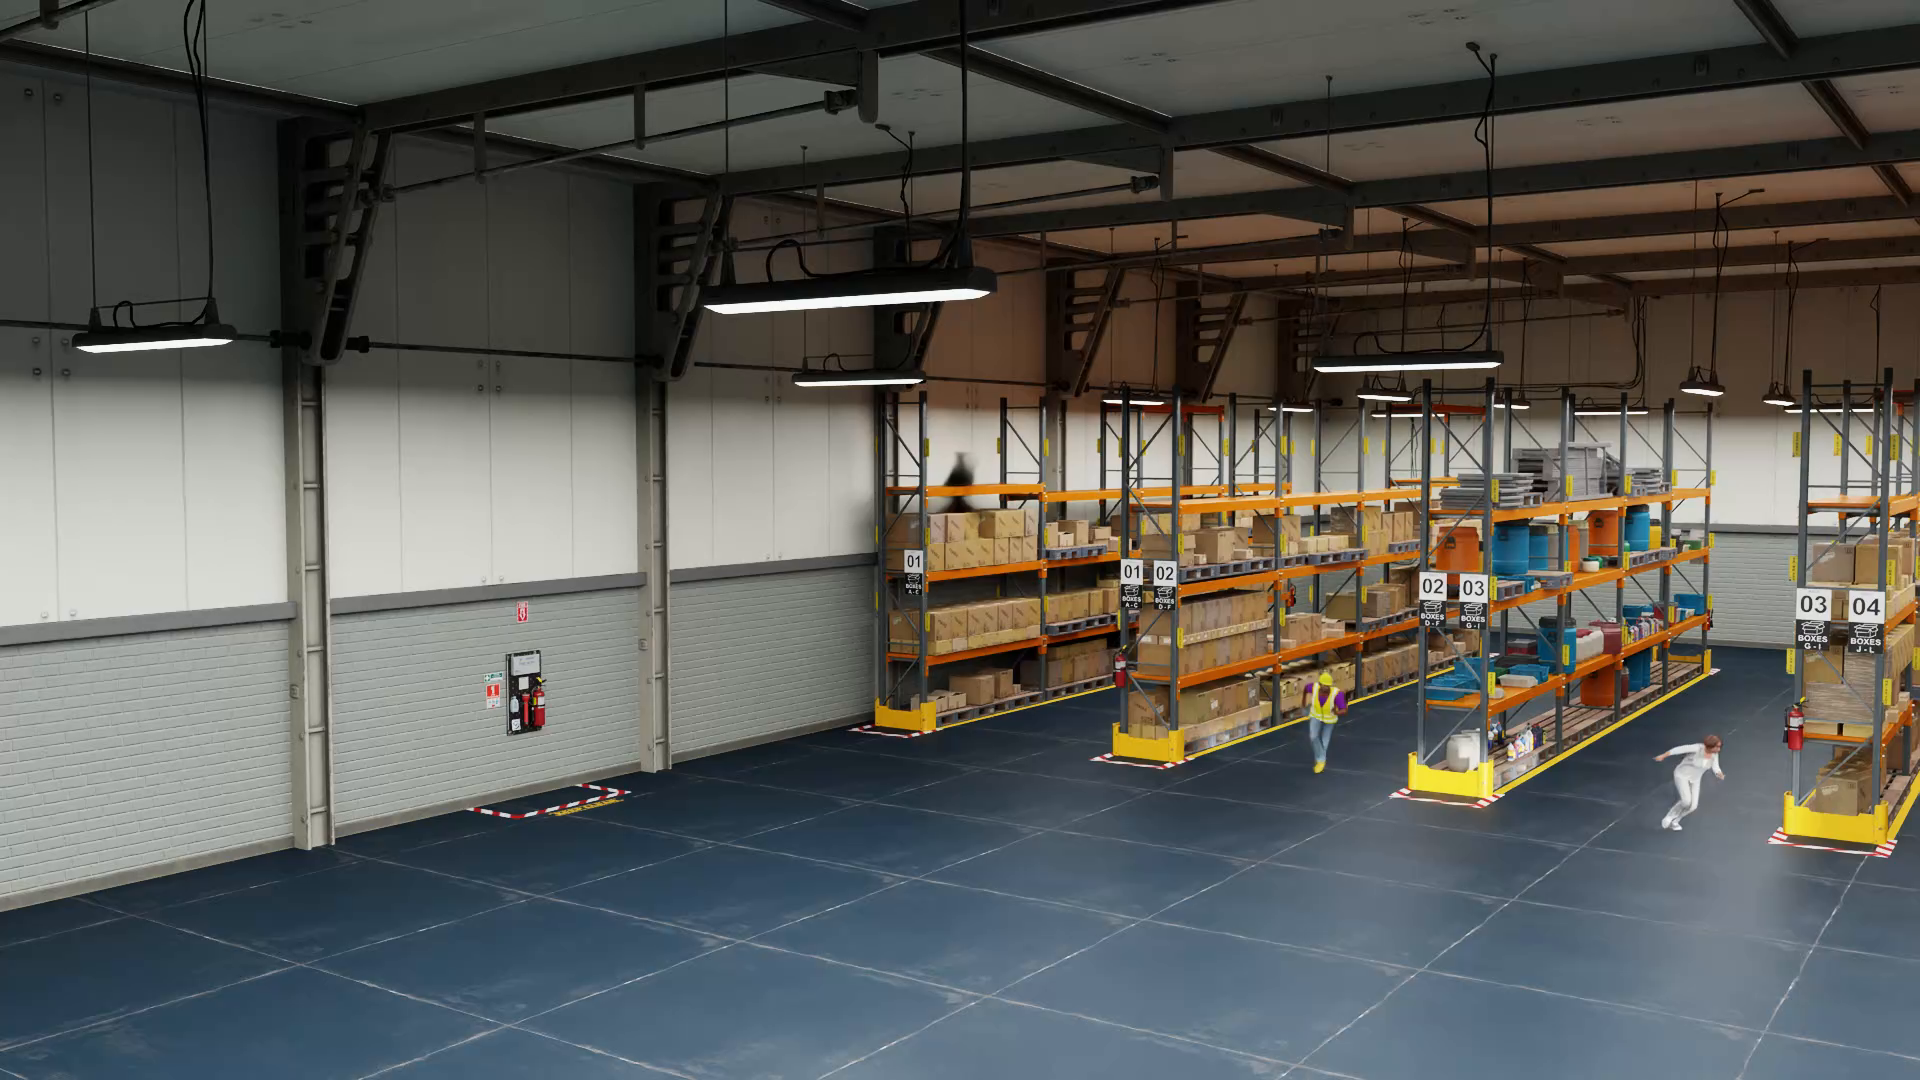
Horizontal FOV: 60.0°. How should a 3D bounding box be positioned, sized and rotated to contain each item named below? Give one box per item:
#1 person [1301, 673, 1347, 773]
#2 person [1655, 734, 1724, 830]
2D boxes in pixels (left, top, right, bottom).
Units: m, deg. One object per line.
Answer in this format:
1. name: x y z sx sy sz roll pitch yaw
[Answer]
1. person: 5.599 2.778 25.594 0.693 1.559 1.115 1 3 13
2. person: 9.464 3.130 21.451 0.584 1.340 0.896 -1 3 -14
